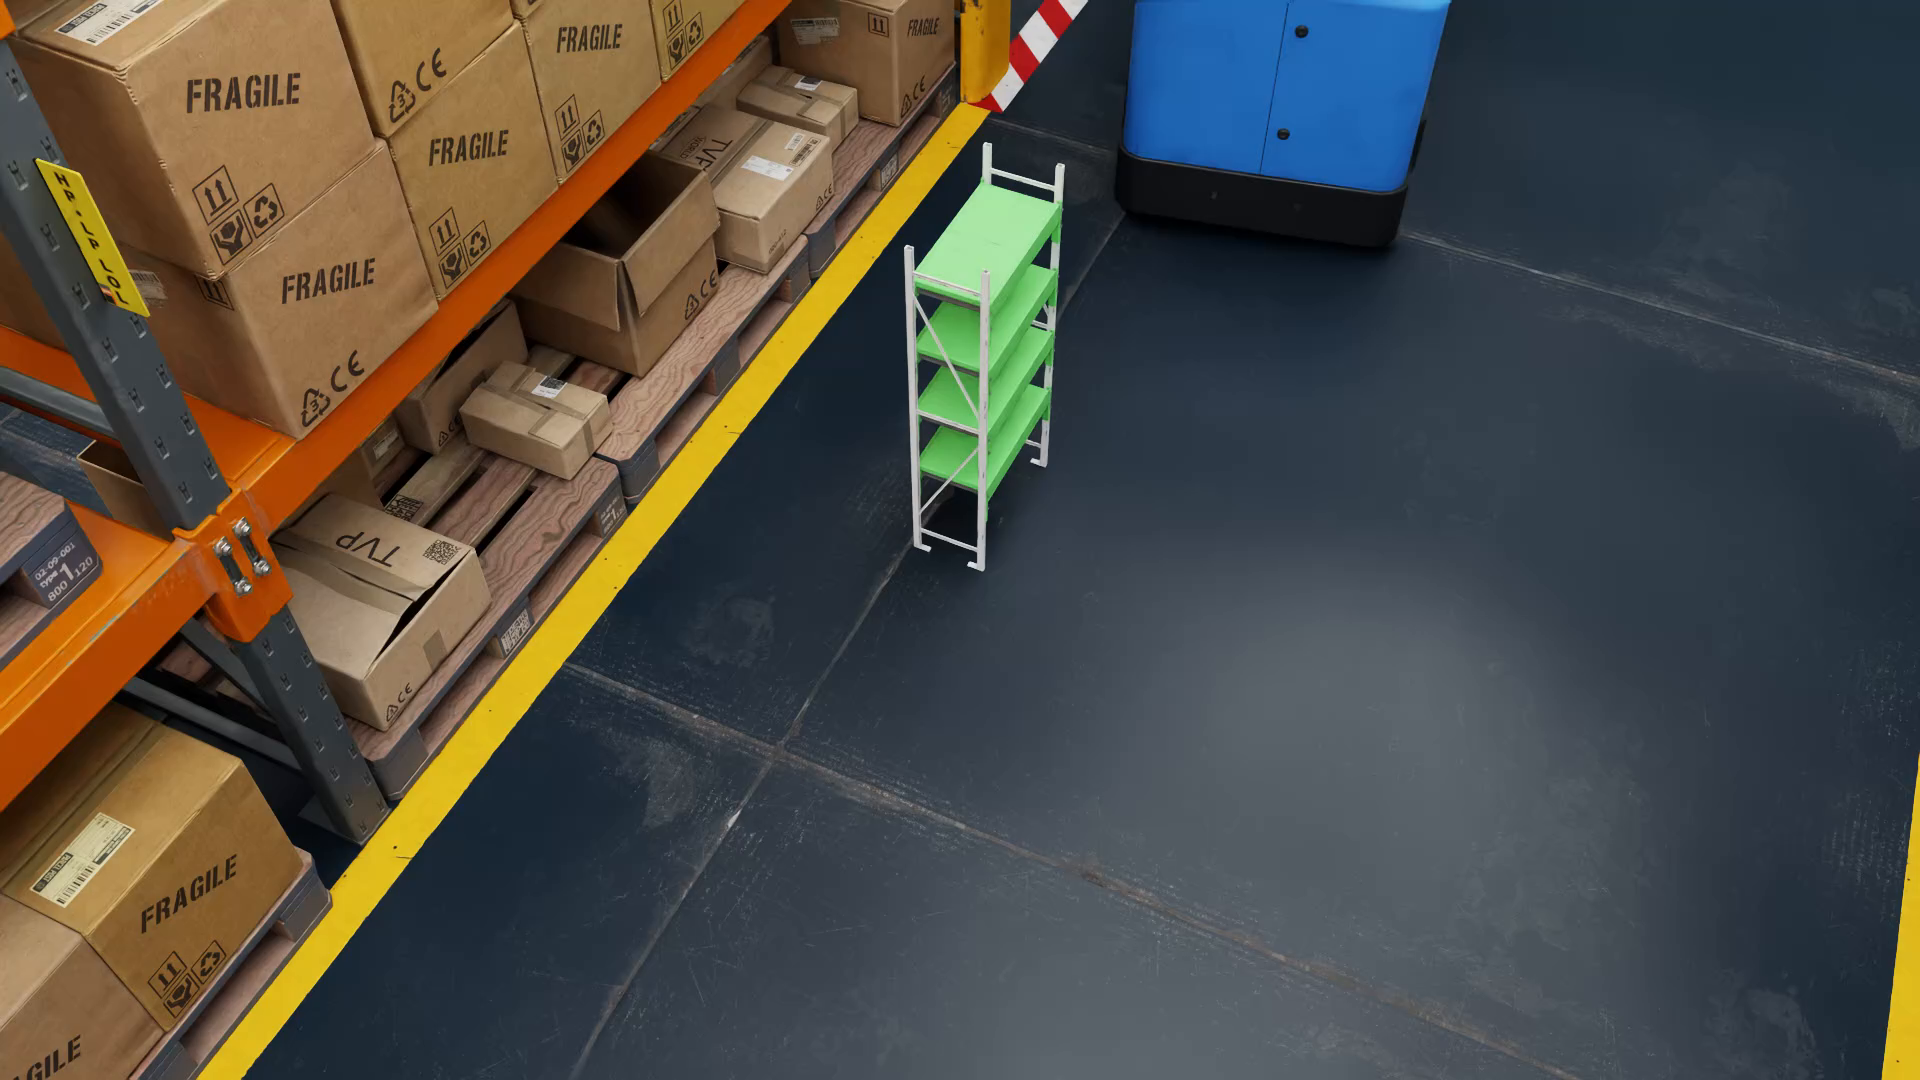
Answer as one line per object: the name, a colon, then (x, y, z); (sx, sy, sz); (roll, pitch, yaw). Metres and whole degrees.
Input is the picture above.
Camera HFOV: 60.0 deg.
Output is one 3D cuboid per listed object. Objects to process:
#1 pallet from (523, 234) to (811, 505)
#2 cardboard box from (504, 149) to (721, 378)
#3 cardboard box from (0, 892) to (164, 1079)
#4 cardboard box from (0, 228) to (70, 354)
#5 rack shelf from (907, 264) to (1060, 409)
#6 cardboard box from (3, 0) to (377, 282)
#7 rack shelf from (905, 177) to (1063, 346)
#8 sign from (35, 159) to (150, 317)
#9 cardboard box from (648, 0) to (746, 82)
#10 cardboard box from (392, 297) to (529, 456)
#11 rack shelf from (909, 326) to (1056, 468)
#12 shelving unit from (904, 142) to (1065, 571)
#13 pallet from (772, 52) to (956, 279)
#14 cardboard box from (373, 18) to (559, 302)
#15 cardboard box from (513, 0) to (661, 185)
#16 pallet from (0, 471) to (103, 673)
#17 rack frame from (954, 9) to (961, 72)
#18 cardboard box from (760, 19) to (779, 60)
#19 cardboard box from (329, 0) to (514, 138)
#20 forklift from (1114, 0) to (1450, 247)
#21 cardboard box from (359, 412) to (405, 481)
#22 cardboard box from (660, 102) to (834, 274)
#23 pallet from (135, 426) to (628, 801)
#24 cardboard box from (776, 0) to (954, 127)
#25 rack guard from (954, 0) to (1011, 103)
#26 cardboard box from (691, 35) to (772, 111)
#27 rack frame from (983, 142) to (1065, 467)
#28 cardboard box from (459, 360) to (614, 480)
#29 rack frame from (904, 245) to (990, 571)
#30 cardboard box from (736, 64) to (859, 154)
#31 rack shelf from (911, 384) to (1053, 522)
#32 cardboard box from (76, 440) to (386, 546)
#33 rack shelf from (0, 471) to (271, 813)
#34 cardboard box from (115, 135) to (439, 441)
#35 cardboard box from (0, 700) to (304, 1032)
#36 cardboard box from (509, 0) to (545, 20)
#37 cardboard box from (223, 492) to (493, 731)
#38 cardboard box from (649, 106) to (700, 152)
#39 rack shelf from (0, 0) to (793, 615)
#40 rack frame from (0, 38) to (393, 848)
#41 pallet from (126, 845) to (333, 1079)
pallet: (-1.238, -0.750, 5.750); (1.003, 0.211, 1.213); (20, 52, 16)
cardboard box: (-1.254, -0.967, 5.454); (0.797, 0.503, 0.637); (20, 52, 16)
cardboard box: (-2.222, 1.100, 3.697); (0.500, 0.500, 0.500); (20, 52, 16)
cardboard box: (-2.070, -0.798, 3.894); (0.500, 0.500, 0.500); (21, 53, 17)
rack shelf: (0.071, -0.617, 4.756); (0.258, 0.148, 0.480); (20, 52, 16)
cardboard box: (-1.596, -0.928, 3.348); (0.500, 0.500, 0.500); (21, 53, 17)
rack shelf: (0.071, -0.772, 4.573); (0.258, 0.148, 0.480); (20, 52, 16)
sign: (-1.548, -0.535, 2.976); (0.100, 0.325, 0.005); (20, 52, 16)
cardboard box: (-0.940, -1.681, 4.645); (0.500, 0.500, 0.500); (19, 52, 16)
cardboard box: (-1.744, -0.611, 5.277); (0.500, 0.311, 0.500); (20, 52, 16)
rack shelf: (0.071, -0.461, 4.939); (0.258, 0.148, 0.480); (20, 52, 16)
shelving unit: (0.071, -0.503, 4.890); (0.258, 1.200, 0.503); (20, 52, 16)
pallet: (-0.715, -1.587, 6.462); (1.003, 0.211, 1.213); (20, 52, 16)
cardboard box: (-1.372, -0.987, 4.054); (0.500, 0.500, 0.500); (21, 53, 17)
cardboard box: (-1.156, -1.330, 4.347); (0.500, 0.500, 0.500); (20, 52, 16)
pallet: (-2.492, 0.239, 3.203); (1.003, 0.211, 1.213); (20, 52, 16)
rack frame: (-0.343, -3.093, 5.912); (1.000, 3.000, 0.127); (20, 52, 16)
cardboard box: (-0.939, -1.968, 6.527); (0.380, 0.166, 0.250); (20, 52, 16)
cardboard box: (-1.376, -1.283, 3.650); (0.500, 0.500, 0.500); (18, 52, 15)
forklift: (1.424, -3.167, 6.021); (1.130, 2.935, 3.031); (10, 50, 9)
cardboard box: (-1.959, -0.319, 5.135); (0.380, 0.149, 0.250); (20, 52, 16)
cardboard box: (-0.785, -1.245, 5.857); (0.500, 0.250, 0.500); (20, 52, 16)
pallet: (-1.757, 0.093, 5.033); (1.003, 0.211, 1.213); (20, 52, 16)
cardboard box: (-0.352, -1.971, 6.310); (0.500, 0.500, 0.500); (20, 52, 16)
rack guard: (-0.375, -2.230, 6.820); (1.175, 0.500, 0.348); (20, 52, 16)
cardboard box: (-1.045, -1.718, 6.259); (0.500, 0.250, 0.500); (20, 52, 16)
rack frame: (0.175, -0.671, 5.033); (0.240, 1.200, 0.015); (20, 52, 16)
cardboard box: (-1.316, -0.380, 5.175); (0.380, 0.166, 0.250); (20, 52, 16)
rack frame: (-0.034, -0.335, 4.747); (0.240, 1.200, 0.015); (20, 52, 16)
cardboard box: (-0.607, -1.613, 6.224); (0.380, 0.166, 0.250); (20, 52, 16)
rack shelf: (0.071, -0.306, 5.121); (0.258, 0.148, 0.480); (20, 52, 16)
cardboard box: (-2.065, -0.155, 4.765); (0.500, 0.500, 0.500); (20, 52, 16)
rack shelf: (-2.906, 1.272, 2.670); (1.077, 0.370, 4.000); (20, 52, 16)
cardboard box: (-1.588, -0.633, 3.753); (0.500, 0.500, 0.500); (21, 53, 17)
cardboard box: (-2.003, 0.762, 3.984); (0.500, 0.500, 0.500); (20, 52, 16)
cardboard box: (-1.156, -1.637, 3.951); (0.500, 0.500, 0.500); (18, 52, 15)
cardboard box: (-1.677, 0.172, 4.611); (0.500, 0.311, 0.500); (20, 52, 16)
cardboard box: (-1.259, -1.373, 5.966); (0.500, 0.250, 0.500); (20, 52, 16)
rack shelf: (-1.197, -1.482, 5.014); (1.077, 0.370, 4.000); (20, 52, 16)
rack frame: (-2.052, -0.338, 3.568); (1.000, 3.000, 0.127); (20, 52, 16)
pallet: (-2.365, 1.138, 4.143); (1.003, 0.211, 1.213); (20, 52, 16)
